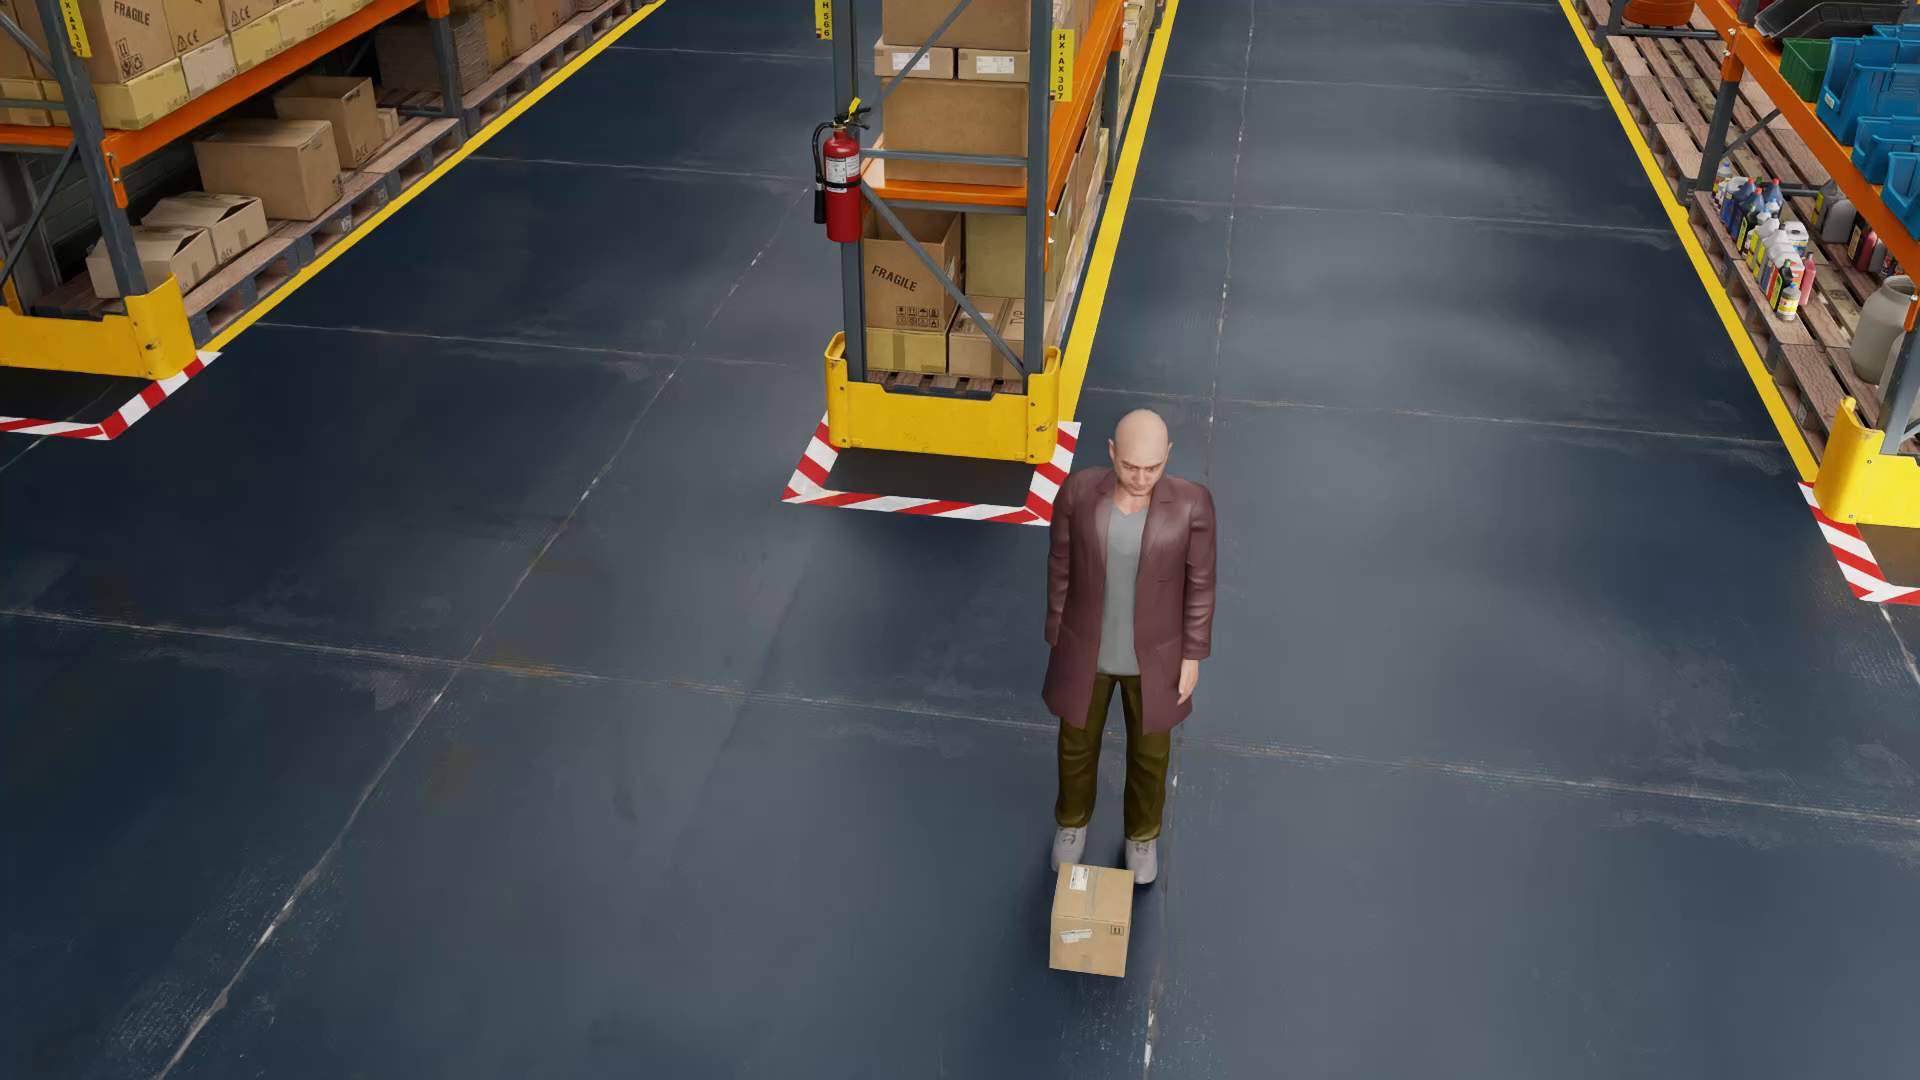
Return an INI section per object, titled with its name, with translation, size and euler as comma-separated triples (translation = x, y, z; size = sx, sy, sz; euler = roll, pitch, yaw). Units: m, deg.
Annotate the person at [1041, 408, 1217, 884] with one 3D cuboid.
[person]
translation = 0.555, 0.375, 5.566
size = 0.562, 1.782, 0.388
euler = 6, 32, 9
